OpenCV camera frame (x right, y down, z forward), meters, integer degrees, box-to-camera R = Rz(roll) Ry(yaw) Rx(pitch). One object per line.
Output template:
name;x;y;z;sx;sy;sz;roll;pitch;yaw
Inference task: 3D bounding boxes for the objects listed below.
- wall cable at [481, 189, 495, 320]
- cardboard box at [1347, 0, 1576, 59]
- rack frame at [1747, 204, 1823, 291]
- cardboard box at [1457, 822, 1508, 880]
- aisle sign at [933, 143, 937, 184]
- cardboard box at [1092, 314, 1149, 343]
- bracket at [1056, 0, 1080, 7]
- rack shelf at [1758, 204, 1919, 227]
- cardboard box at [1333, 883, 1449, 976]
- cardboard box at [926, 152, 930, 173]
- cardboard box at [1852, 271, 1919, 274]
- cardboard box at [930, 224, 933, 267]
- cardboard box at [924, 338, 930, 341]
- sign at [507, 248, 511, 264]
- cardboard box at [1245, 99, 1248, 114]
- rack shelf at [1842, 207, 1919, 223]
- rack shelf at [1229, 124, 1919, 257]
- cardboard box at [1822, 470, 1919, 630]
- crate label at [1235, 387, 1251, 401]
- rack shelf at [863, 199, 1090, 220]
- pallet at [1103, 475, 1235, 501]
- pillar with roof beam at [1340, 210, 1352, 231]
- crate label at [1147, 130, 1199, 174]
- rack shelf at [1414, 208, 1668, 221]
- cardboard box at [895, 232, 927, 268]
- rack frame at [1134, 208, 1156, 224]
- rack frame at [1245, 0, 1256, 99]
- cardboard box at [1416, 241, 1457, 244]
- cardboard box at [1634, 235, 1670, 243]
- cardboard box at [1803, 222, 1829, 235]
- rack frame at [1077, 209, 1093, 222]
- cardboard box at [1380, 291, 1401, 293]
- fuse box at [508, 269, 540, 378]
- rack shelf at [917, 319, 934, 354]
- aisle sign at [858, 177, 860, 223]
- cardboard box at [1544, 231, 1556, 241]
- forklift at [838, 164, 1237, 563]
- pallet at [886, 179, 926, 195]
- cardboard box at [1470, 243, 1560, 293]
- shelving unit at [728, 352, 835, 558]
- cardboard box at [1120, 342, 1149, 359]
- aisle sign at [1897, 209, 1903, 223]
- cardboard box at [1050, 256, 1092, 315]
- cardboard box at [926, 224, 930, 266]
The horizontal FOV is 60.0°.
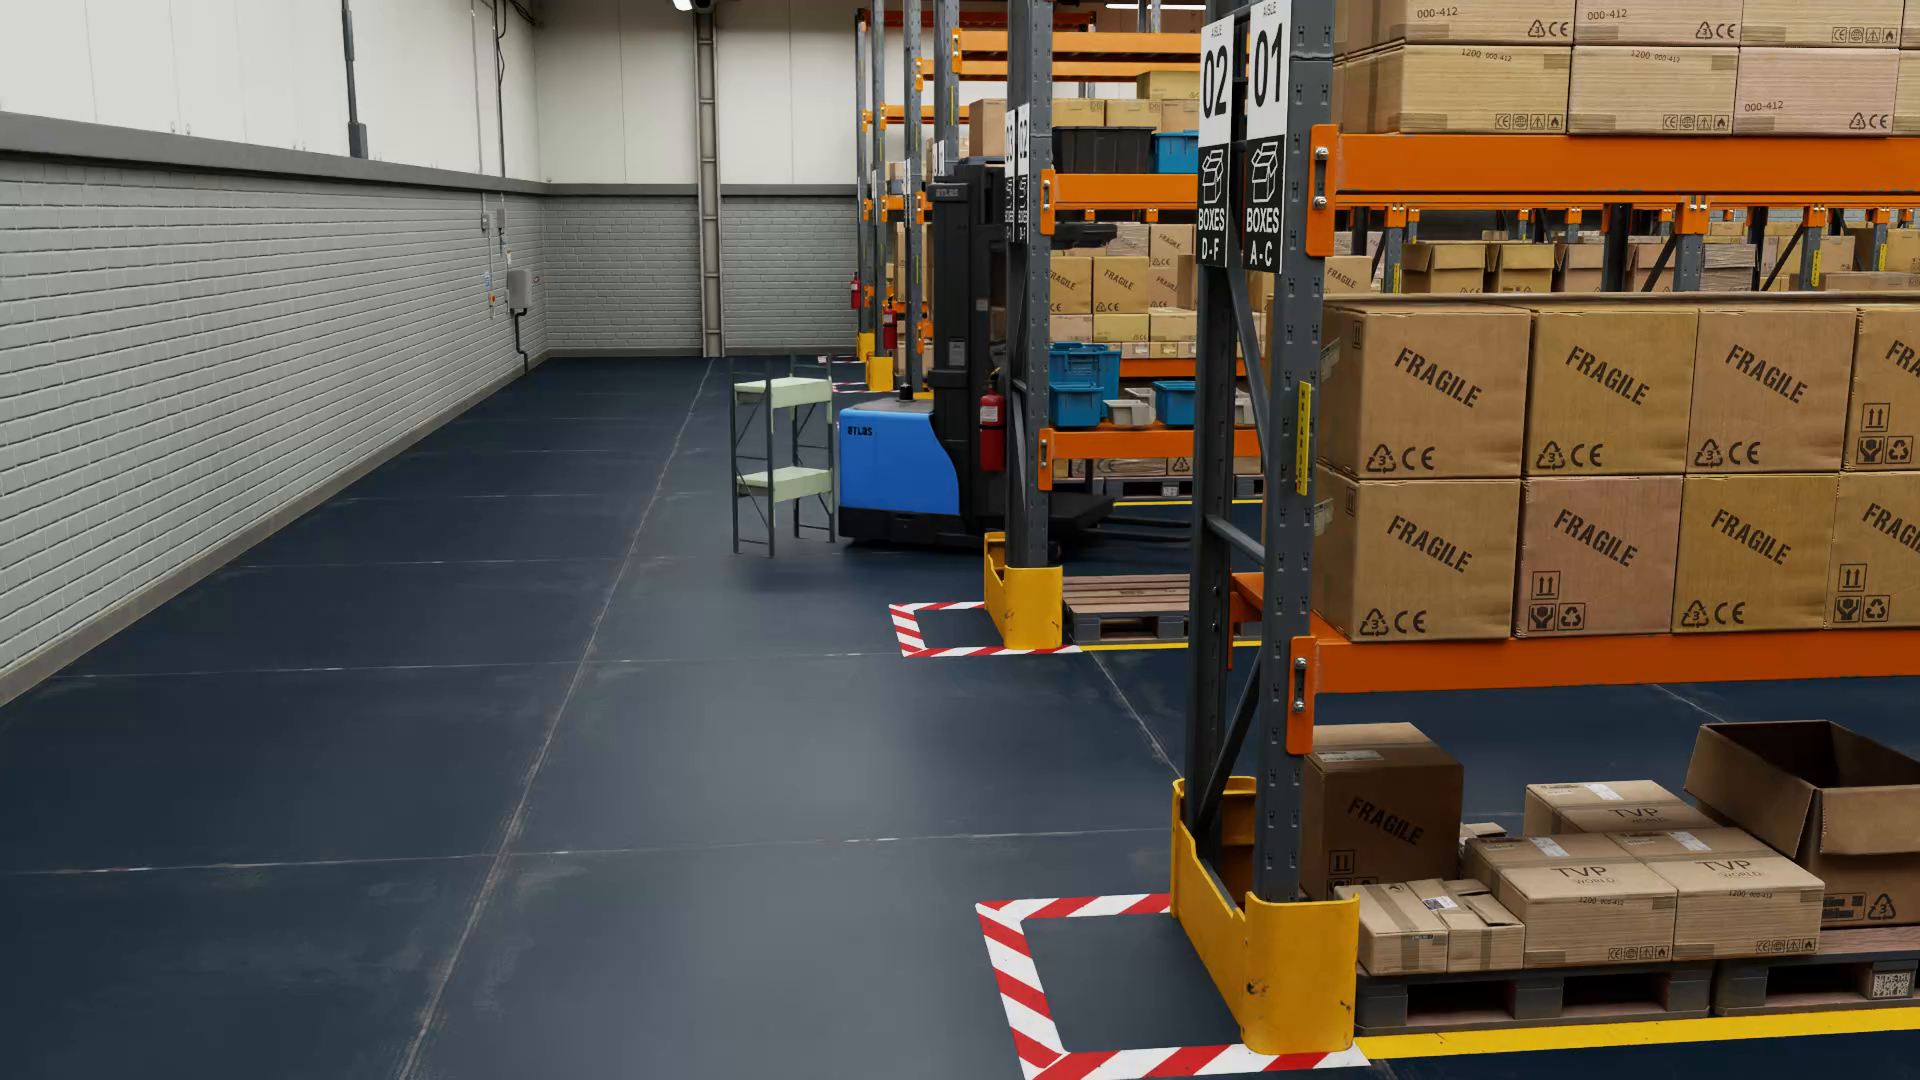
wall cable;-6.797;-4.169;24.081;0.123;1.953;0.585;-1;11;-6
cardboard box;1.481;-1.581;4.949;0.500;0.250;0.500;-1;11;-6
rack frame;7.829;-2.043;15.983;0.127;3.000;1.000;-1;11;-6
cardboard box;1.868;1.148;5.956;0.250;0.166;0.380;-1;11;-6
aisle sign;-0.228;-3.208;15.170;0.004;0.787;0.394;-1;11;-6
cardboard box;1.398;-1.929;15.020;0.500;0.250;0.500;-2;11;-8
bracket;1.904;-9.621;29.645;0.430;0.232;0.235;-1;11;-6
rack shelf;9.818;-3.203;15.975;4.000;0.370;1.077;-1;11;-6
cardboard box;1.396;1.264;5.413;0.250;0.149;0.380;-1;11;-6
cardboard box;-0.129;-4.531;19.959;0.500;0.250;0.500;-2;11;-8
cardboard box;11.736;-3.163;21.293;0.550;0.550;0.875;-1;11;-6
cardboard box;-0.084;-3.474;19.638;0.500;0.500;0.500;-1;11;-6
cardboard box;-0.689;-3.532;29.858;0.250;0.149;0.380;-2;11;-8
sign;-7.079;-4.451;26.091;0.001;0.242;0.339;-1;11;-6
cardboard box;2.546;-3.697;15.016;0.500;0.500;0.700;-1;11;-3
rack shelf;13.359;-4.240;21.248;4.000;0.370;1.077;-1;11;-6
rack shelf;2.930;-1.137;5.464;4.000;0.370;1.077;-1;11;-6
cardboard box;2.921;-0.016;5.414;0.500;0.500;0.500;-1;11;-5
crate label;1.766;-0.892;10.657;0.243;0.136;0.396;-1;11;-6
rack shelf;0.254;-5.889;29.636;4.000;0.370;1.077;-1;11;-6
pallet;1.873;-0.564;15.692;1.213;0.211;1.003;-1;11;-6
pillar with roof beam;7.883;-7.213;26.731;0.548;9.000;9.100;-1;11;-6
crate label;1.363;-2.282;9.812;0.502;0.251;0.408;-1;11;-6
rack shelf;8.747;-5.104;25.642;4.000;0.370;1.077;-1;11;-6
cardboard box;-0.686;-4.272;24.470;0.500;0.500;0.500;-1;11;-7
rack frame;2.782;-3.860;25.226;0.127;3.000;1.000;-1;11;-6
rack frame;3.418;-5.856;19.830;0.127;3.000;1.000;-1;11;-6
cardboard box;7.231;-4.309;25.393;0.500;0.500;0.500;-2;11;-8
cardboard box;8.854;-3.565;20.876;0.500;0.500;0.700;-1;11;-7
cardboard box;13.228;-4.704;25.895;0.500;0.500;0.700;-1;11;-7
rack frame;2.243;-4.812;30.068;0.127;3.000;1.000;-1;11;-6
cardboard box;5.156;-2.944;20.129;0.250;0.149;0.380;-1;11;-7
fuse box;-6.879;-3.428;26.371;0.414;1.711;0.539;-1;11;-6
rack shelf;1.429;-2.518;20.266;4.000;0.370;1.077;-1;11;-6
aisle sign;-1.770;-5.946;29.100;0.004;0.787;0.394;-1;11;-6
cardboard box;9.161;-4.762;26.012;0.250;0.149;0.380;-1;11;-3
forklift;0.605;-1.382;12.800;3.031;2.935;1.130;5;12;22
pallet;-0.458;-5.222;24.611;1.213;0.211;1.003;-1;11;-6
cardboard box;5.170;-2.528;15.590;0.637;0.503;0.797;-1;11;-5
shelving unit;-1.377;-0.678;12.927;0.431;1.500;0.755;7;13;33
cardboard box;1.543;-1.724;15.014;0.250;0.149;0.380;-1;11;-7
aisle sign;14.805;-5.331;25.971;0.004;0.787;0.394;-1;11;-6
cardboard box;0.880;-2.285;14.890;0.500;0.500;0.500;-1;11;-7
cardboard box;-0.131;-3.572;20.141;0.500;0.500;0.500;-1;11;-7
